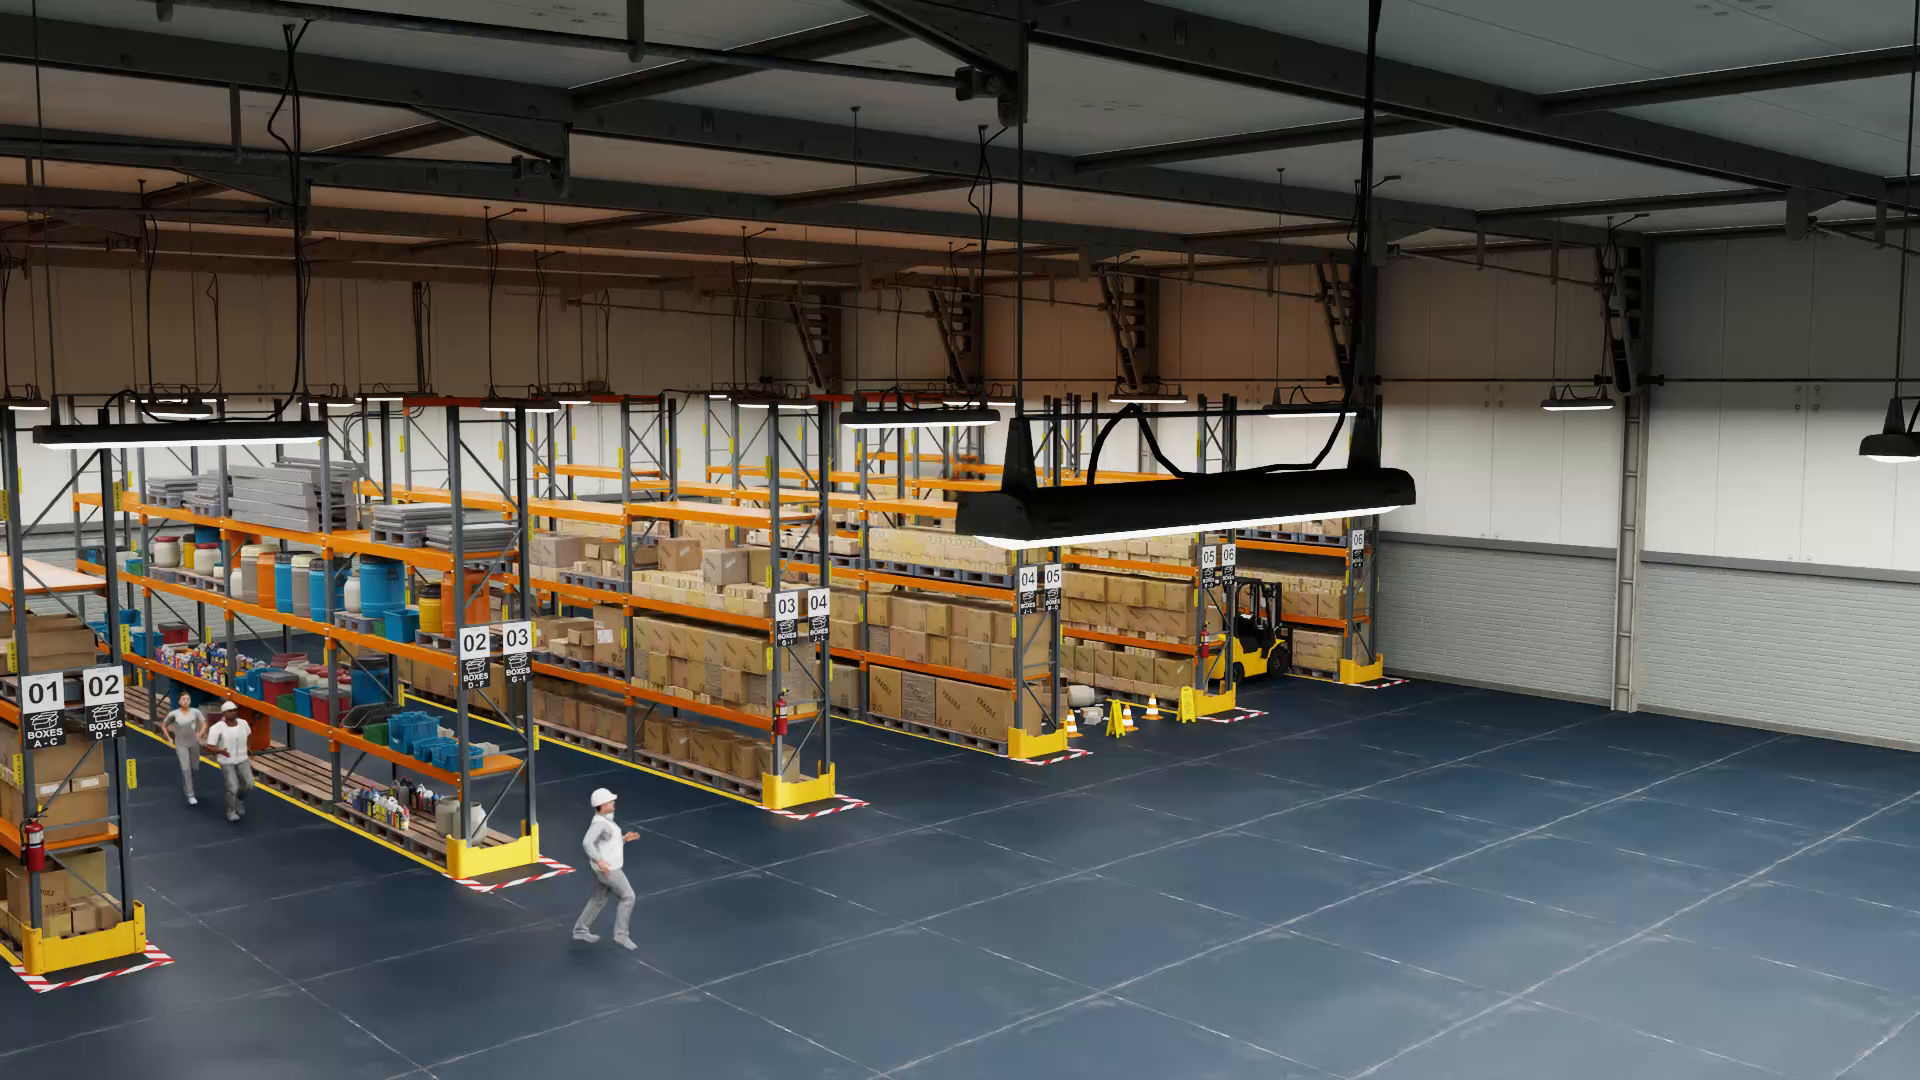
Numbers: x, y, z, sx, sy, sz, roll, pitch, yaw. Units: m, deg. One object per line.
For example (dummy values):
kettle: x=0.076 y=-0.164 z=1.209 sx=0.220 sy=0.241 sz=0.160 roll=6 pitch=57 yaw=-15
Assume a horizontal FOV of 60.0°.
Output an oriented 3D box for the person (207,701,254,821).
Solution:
person: x=-10.387 y=3.164 z=23.792 sx=0.512 sy=1.721 sz=0.670 roll=5 pitch=8 yaw=43

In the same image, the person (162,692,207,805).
person: x=-11.620 y=3.085 z=24.954 sx=0.593 sy=1.645 sz=0.907 roll=-4 pitch=7 yaw=-37

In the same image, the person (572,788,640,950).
person: x=-3.931 y=3.665 z=18.482 sx=0.764 sy=1.831 sz=0.630 roll=-2 pitch=6 yaw=-18
